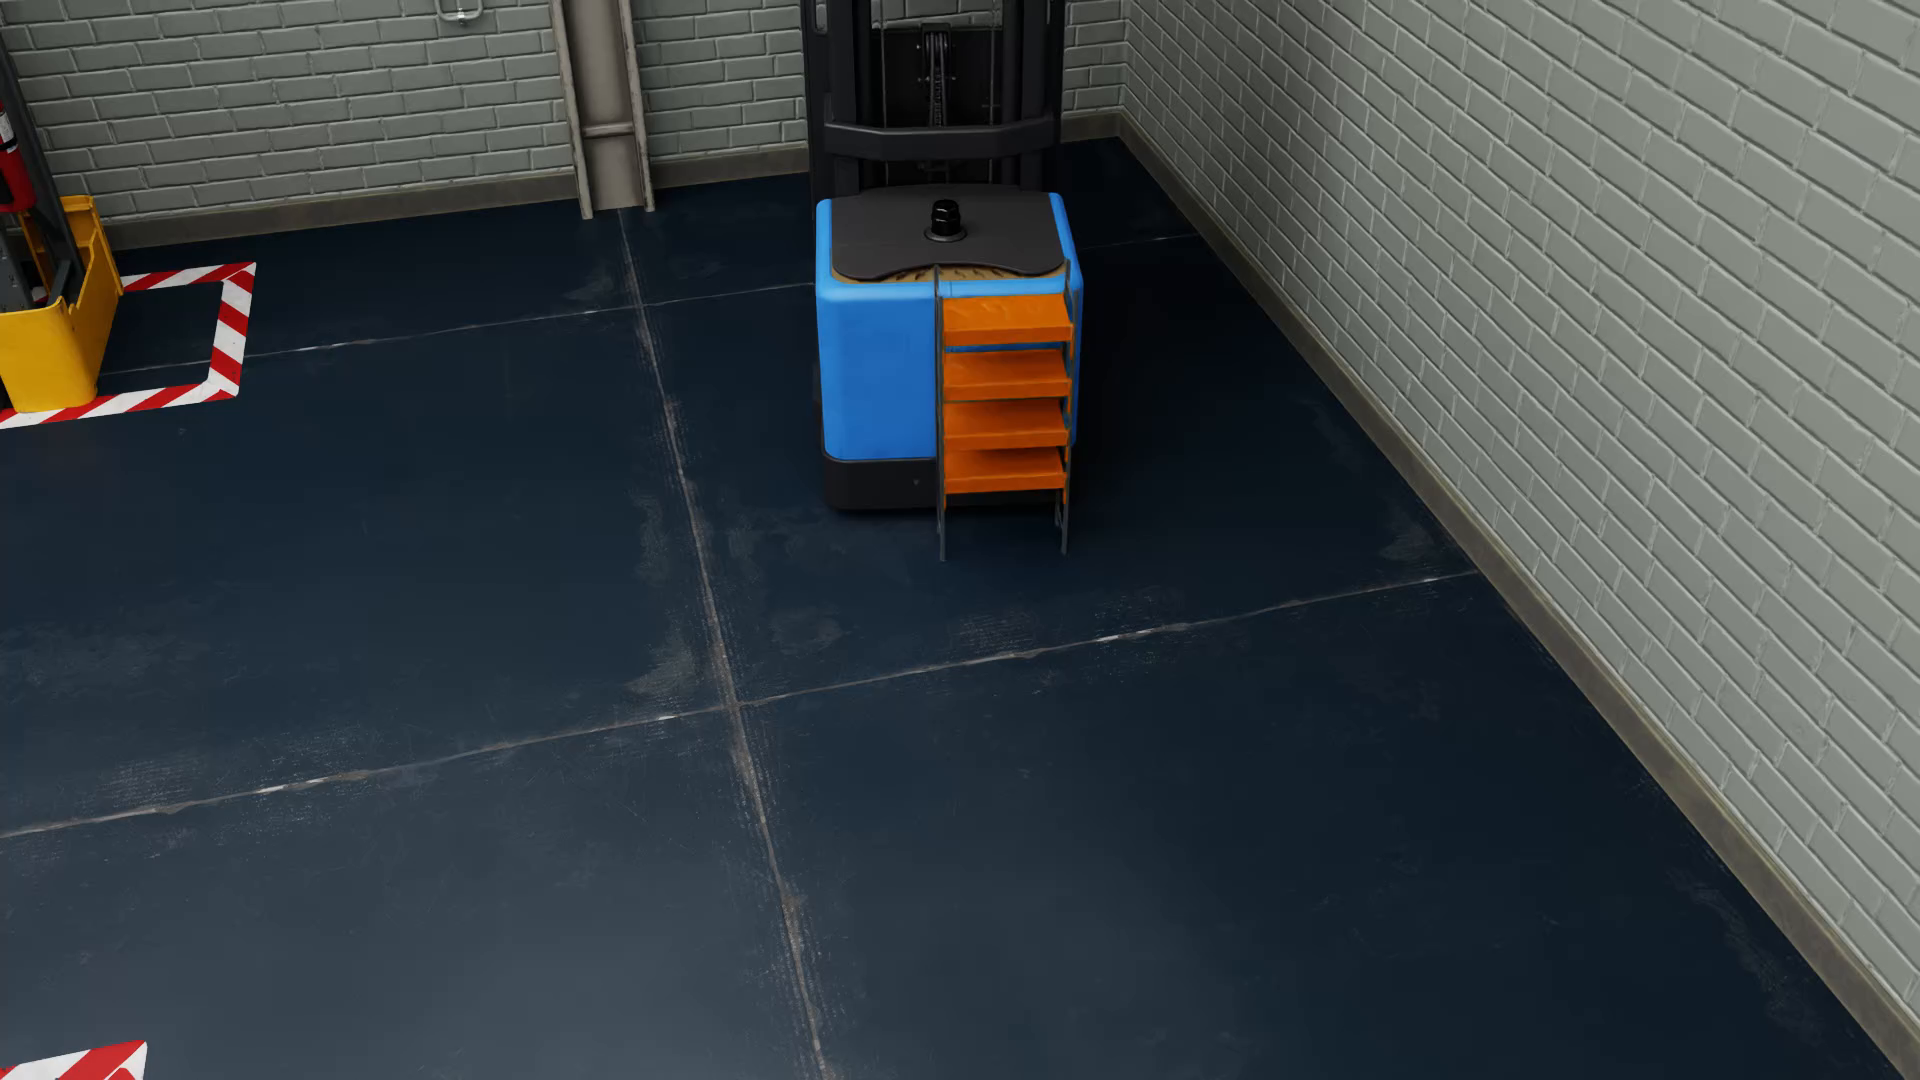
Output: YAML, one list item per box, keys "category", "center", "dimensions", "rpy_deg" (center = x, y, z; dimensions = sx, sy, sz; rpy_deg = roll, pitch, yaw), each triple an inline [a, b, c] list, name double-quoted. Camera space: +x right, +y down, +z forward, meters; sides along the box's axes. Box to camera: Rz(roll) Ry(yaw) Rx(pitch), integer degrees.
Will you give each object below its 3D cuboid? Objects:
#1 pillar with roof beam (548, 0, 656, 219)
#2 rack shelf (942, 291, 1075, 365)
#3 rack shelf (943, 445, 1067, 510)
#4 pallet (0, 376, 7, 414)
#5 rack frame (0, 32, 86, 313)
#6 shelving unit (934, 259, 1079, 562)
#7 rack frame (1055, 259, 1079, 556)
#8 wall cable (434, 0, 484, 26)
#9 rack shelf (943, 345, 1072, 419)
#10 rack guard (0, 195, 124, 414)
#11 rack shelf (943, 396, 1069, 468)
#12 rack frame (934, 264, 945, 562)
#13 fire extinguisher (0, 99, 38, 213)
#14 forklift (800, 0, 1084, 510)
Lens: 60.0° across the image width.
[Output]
- category: "pillar with roof beam"
  center: [-0.773, -2.911, 3.149]
  dimensions: [0.400, 9.000, 9.100]
  rpy_deg: [-9, 38, -12]
- category: "rack shelf"
  center: [0.165, -0.786, 6.143]
  dimensions: [0.480, 0.148, 0.258]
  rpy_deg: [-3, 38, -4]
- category: "rack shelf"
  center: [0.165, -0.263, 6.544]
  dimensions: [0.480, 0.148, 0.258]
  rpy_deg: [-3, 38, -4]
- category: "pallet"
  center: [-5.028, -0.838, 7.672]
  dimensions: [1.213, 0.211, 1.003]
  rpy_deg: [-9, 38, -12]
- category: "rack frame"
  center: [-4.277, -2.118, 7.050]
  dimensions: [0.127, 3.000, 1.000]
  rpy_deg: [-9, 38, -12]
- category: "shelving unit"
  center: [0.165, -0.474, 6.382]
  dimensions: [0.503, 1.200, 0.258]
  rpy_deg: [-3, 38, -4]
- category: "rack frame"
  center: [0.408, -0.487, 6.399]
  dimensions: [0.015, 1.200, 0.240]
  rpy_deg: [-3, 38, -4]
- category: "wall cable"
  center: [-3.287, -3.279, 7.732]
  dimensions: [1.851, 1.984, 0.084]
  rpy_deg: [-9, 38, -12]
- category: "rack shelf"
  center: [0.165, -0.598, 6.287]
  dimensions: [0.480, 0.148, 0.258]
  rpy_deg: [-3, 38, -4]
- category: "rack guard"
  center: [-4.253, -1.129, 7.815]
  dimensions: [0.348, 0.500, 1.175]
  rpy_deg: [-9, 38, -12]
- category: "rack shelf"
  center: [0.165, -0.421, 6.423]
  dimensions: [0.480, 0.148, 0.258]
  rpy_deg: [-3, 38, -4]
- category: "rack frame"
  center: [-0.078, -0.461, 6.365]
  dimensions: [0.015, 1.200, 0.240]
  rpy_deg: [-3, 38, -4]
- category: "fire extinguisher"
  center: [-4.011, -1.693, 6.864]
  dimensions: [0.183, 0.674, 0.296]
  rpy_deg: [-9, 38, -12]
- category: "forklift"
  center: [-0.128, -2.162, 7.164]
  dimensions: [1.130, 2.935, 3.031]
  rpy_deg: [-2, 37, -3]
